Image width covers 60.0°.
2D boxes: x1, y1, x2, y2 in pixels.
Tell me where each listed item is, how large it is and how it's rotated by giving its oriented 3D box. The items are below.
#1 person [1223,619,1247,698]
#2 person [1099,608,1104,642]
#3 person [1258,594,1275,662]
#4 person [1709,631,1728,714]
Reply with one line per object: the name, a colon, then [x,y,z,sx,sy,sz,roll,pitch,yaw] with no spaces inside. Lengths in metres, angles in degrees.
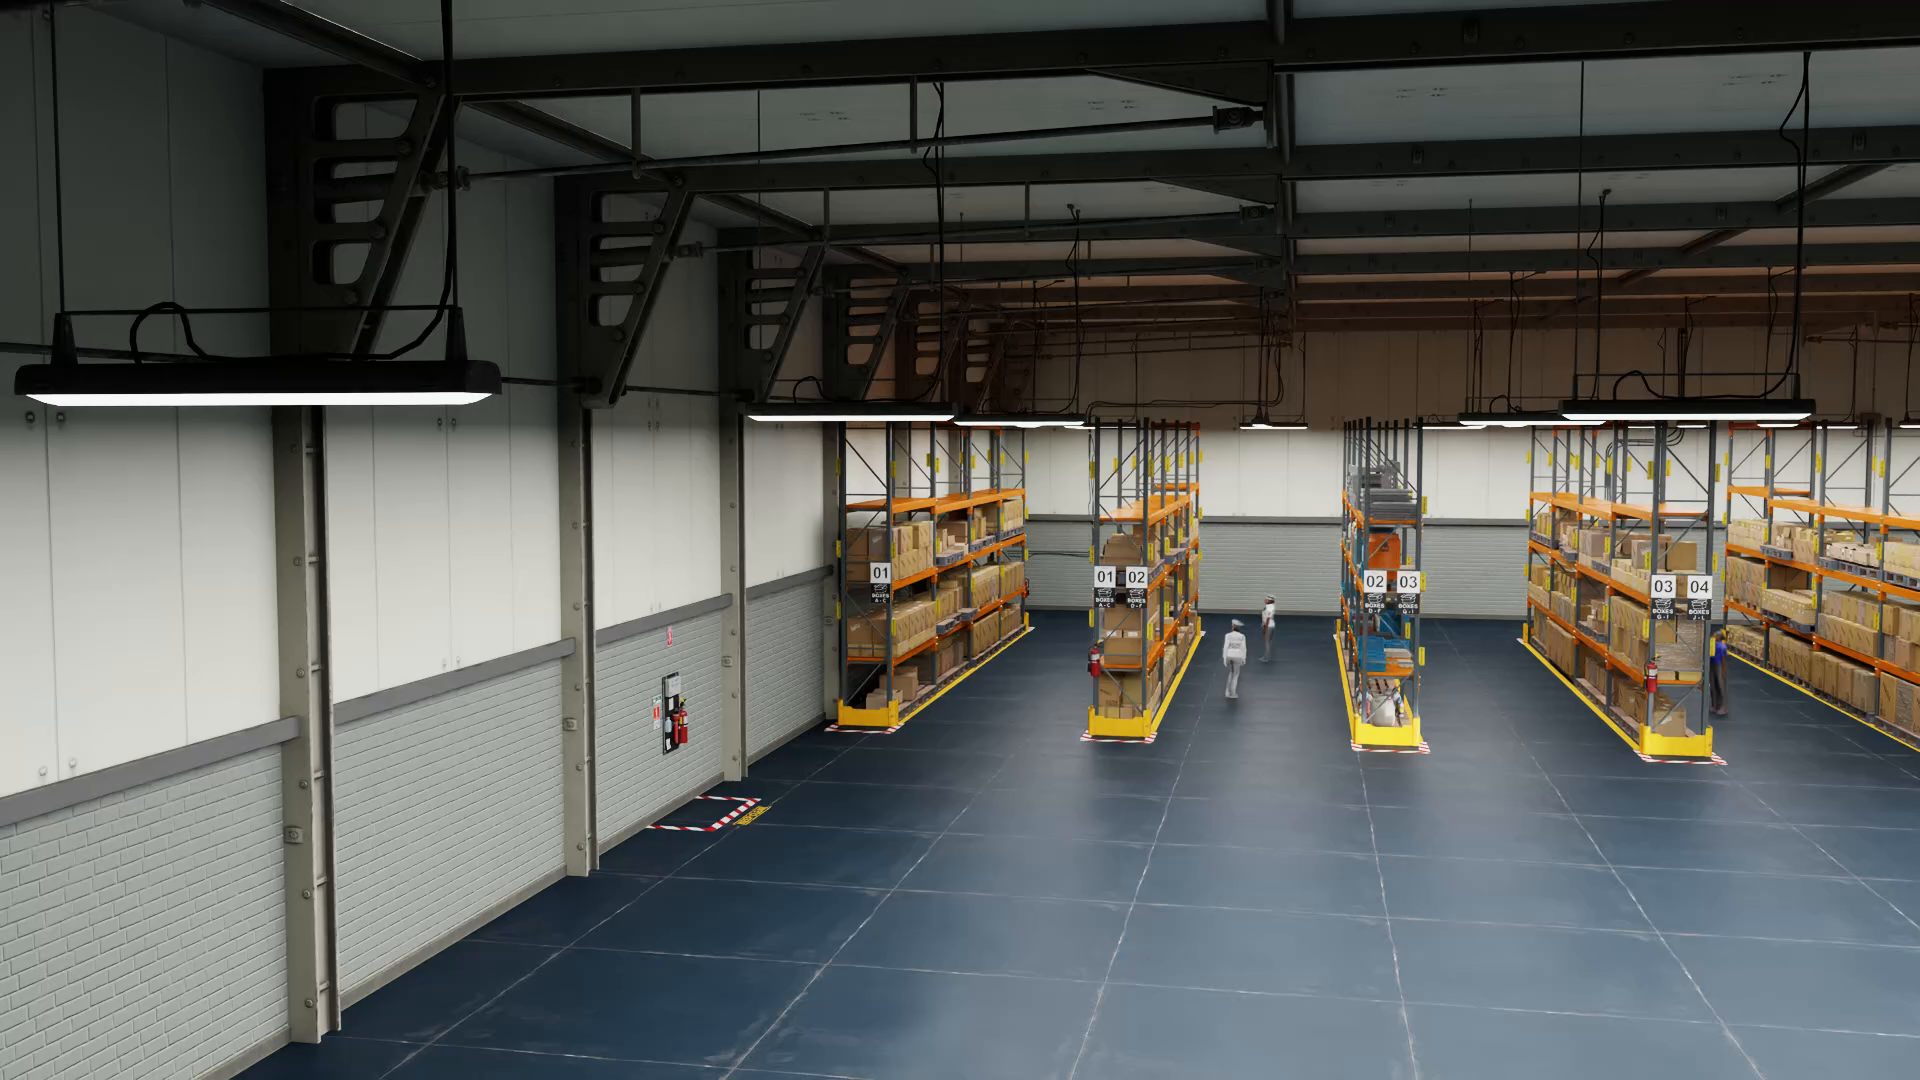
person: [5.924,2.555,35.699,0.443,1.703,0.440,3,5,42]
person: [3.842,1.941,45.323,0.369,1.682,0.520,1,4,15]
person: [7.626,2.189,41.486,0.472,1.695,0.482,2,4,25]
person: [15.499,2.692,34.016,0.379,1.669,0.526,-1,4,-16]
